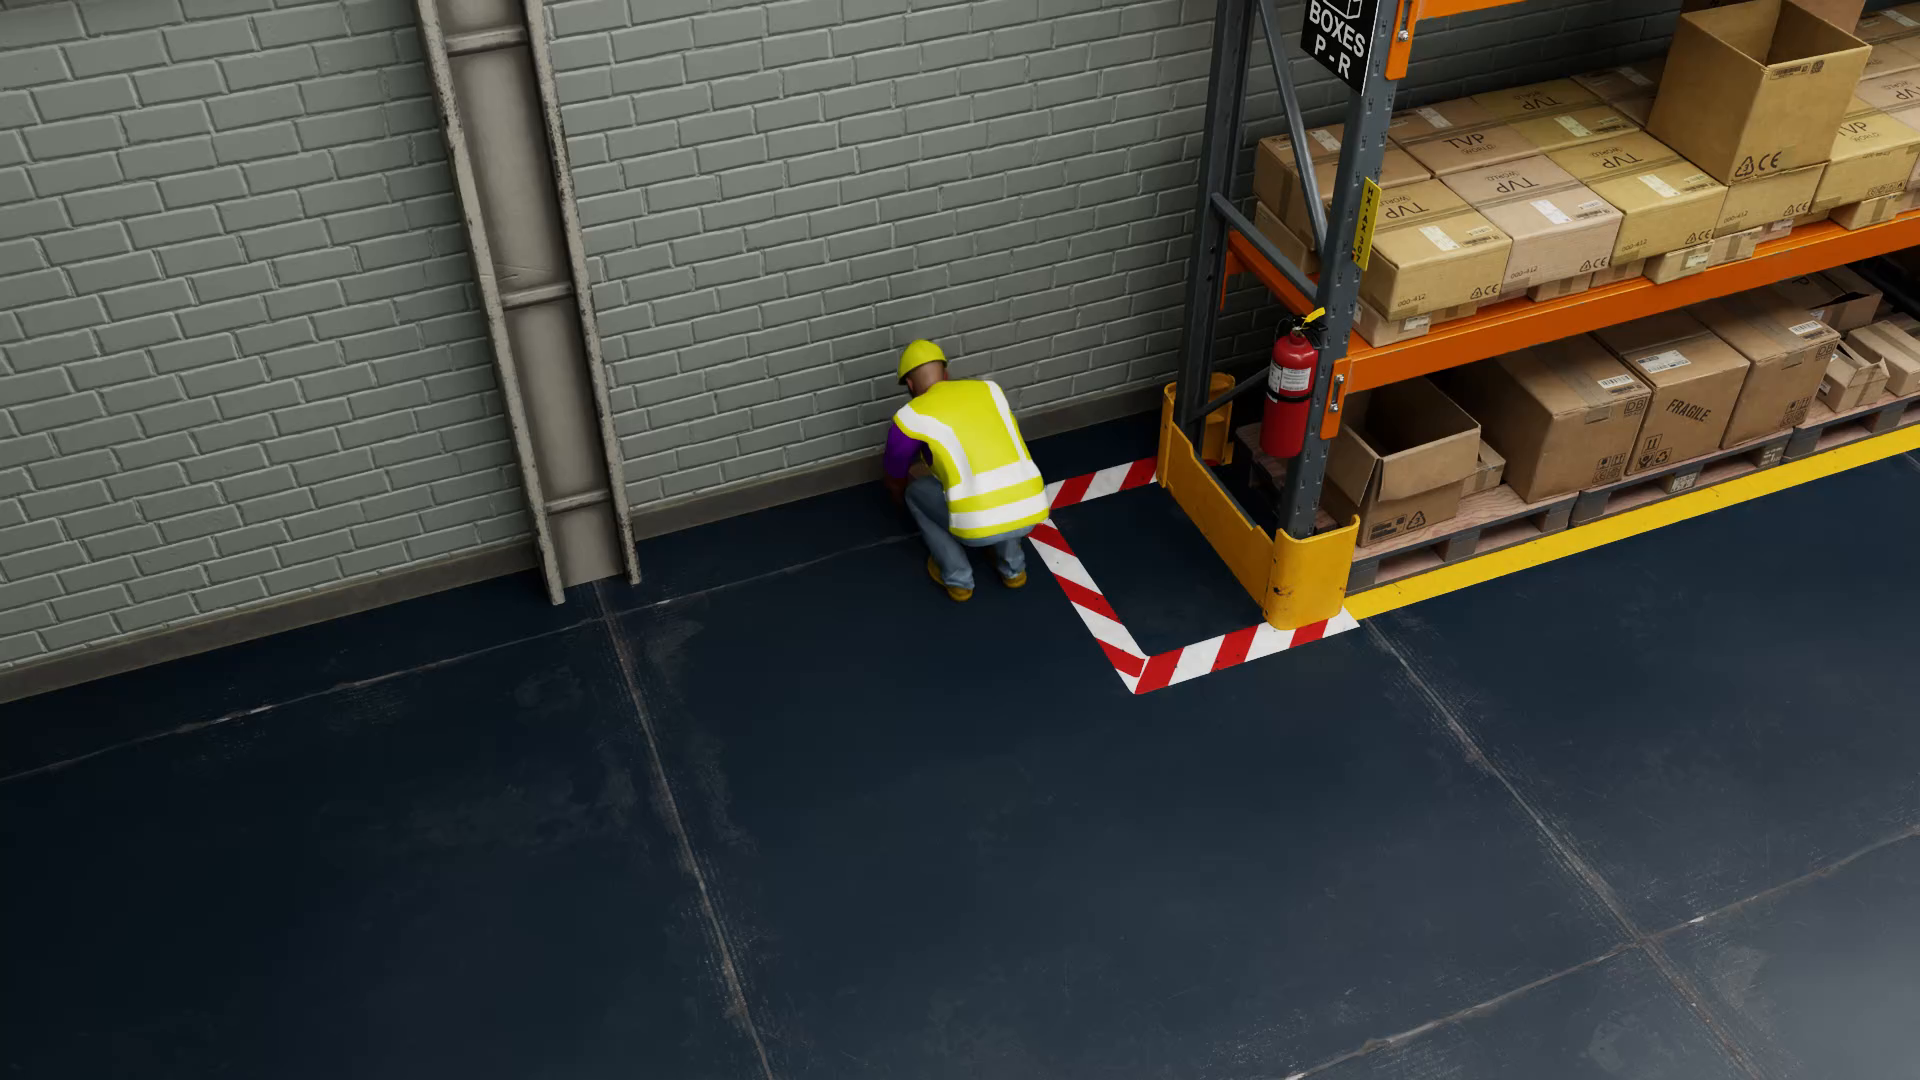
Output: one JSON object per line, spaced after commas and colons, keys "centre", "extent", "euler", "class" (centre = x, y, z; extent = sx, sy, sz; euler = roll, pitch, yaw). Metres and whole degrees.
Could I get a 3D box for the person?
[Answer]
{"centre": [0.043, -0.544, 6.760], "extent": [0.504, 1.758, 0.577], "euler": [-16, 44, -17], "class": "person"}
